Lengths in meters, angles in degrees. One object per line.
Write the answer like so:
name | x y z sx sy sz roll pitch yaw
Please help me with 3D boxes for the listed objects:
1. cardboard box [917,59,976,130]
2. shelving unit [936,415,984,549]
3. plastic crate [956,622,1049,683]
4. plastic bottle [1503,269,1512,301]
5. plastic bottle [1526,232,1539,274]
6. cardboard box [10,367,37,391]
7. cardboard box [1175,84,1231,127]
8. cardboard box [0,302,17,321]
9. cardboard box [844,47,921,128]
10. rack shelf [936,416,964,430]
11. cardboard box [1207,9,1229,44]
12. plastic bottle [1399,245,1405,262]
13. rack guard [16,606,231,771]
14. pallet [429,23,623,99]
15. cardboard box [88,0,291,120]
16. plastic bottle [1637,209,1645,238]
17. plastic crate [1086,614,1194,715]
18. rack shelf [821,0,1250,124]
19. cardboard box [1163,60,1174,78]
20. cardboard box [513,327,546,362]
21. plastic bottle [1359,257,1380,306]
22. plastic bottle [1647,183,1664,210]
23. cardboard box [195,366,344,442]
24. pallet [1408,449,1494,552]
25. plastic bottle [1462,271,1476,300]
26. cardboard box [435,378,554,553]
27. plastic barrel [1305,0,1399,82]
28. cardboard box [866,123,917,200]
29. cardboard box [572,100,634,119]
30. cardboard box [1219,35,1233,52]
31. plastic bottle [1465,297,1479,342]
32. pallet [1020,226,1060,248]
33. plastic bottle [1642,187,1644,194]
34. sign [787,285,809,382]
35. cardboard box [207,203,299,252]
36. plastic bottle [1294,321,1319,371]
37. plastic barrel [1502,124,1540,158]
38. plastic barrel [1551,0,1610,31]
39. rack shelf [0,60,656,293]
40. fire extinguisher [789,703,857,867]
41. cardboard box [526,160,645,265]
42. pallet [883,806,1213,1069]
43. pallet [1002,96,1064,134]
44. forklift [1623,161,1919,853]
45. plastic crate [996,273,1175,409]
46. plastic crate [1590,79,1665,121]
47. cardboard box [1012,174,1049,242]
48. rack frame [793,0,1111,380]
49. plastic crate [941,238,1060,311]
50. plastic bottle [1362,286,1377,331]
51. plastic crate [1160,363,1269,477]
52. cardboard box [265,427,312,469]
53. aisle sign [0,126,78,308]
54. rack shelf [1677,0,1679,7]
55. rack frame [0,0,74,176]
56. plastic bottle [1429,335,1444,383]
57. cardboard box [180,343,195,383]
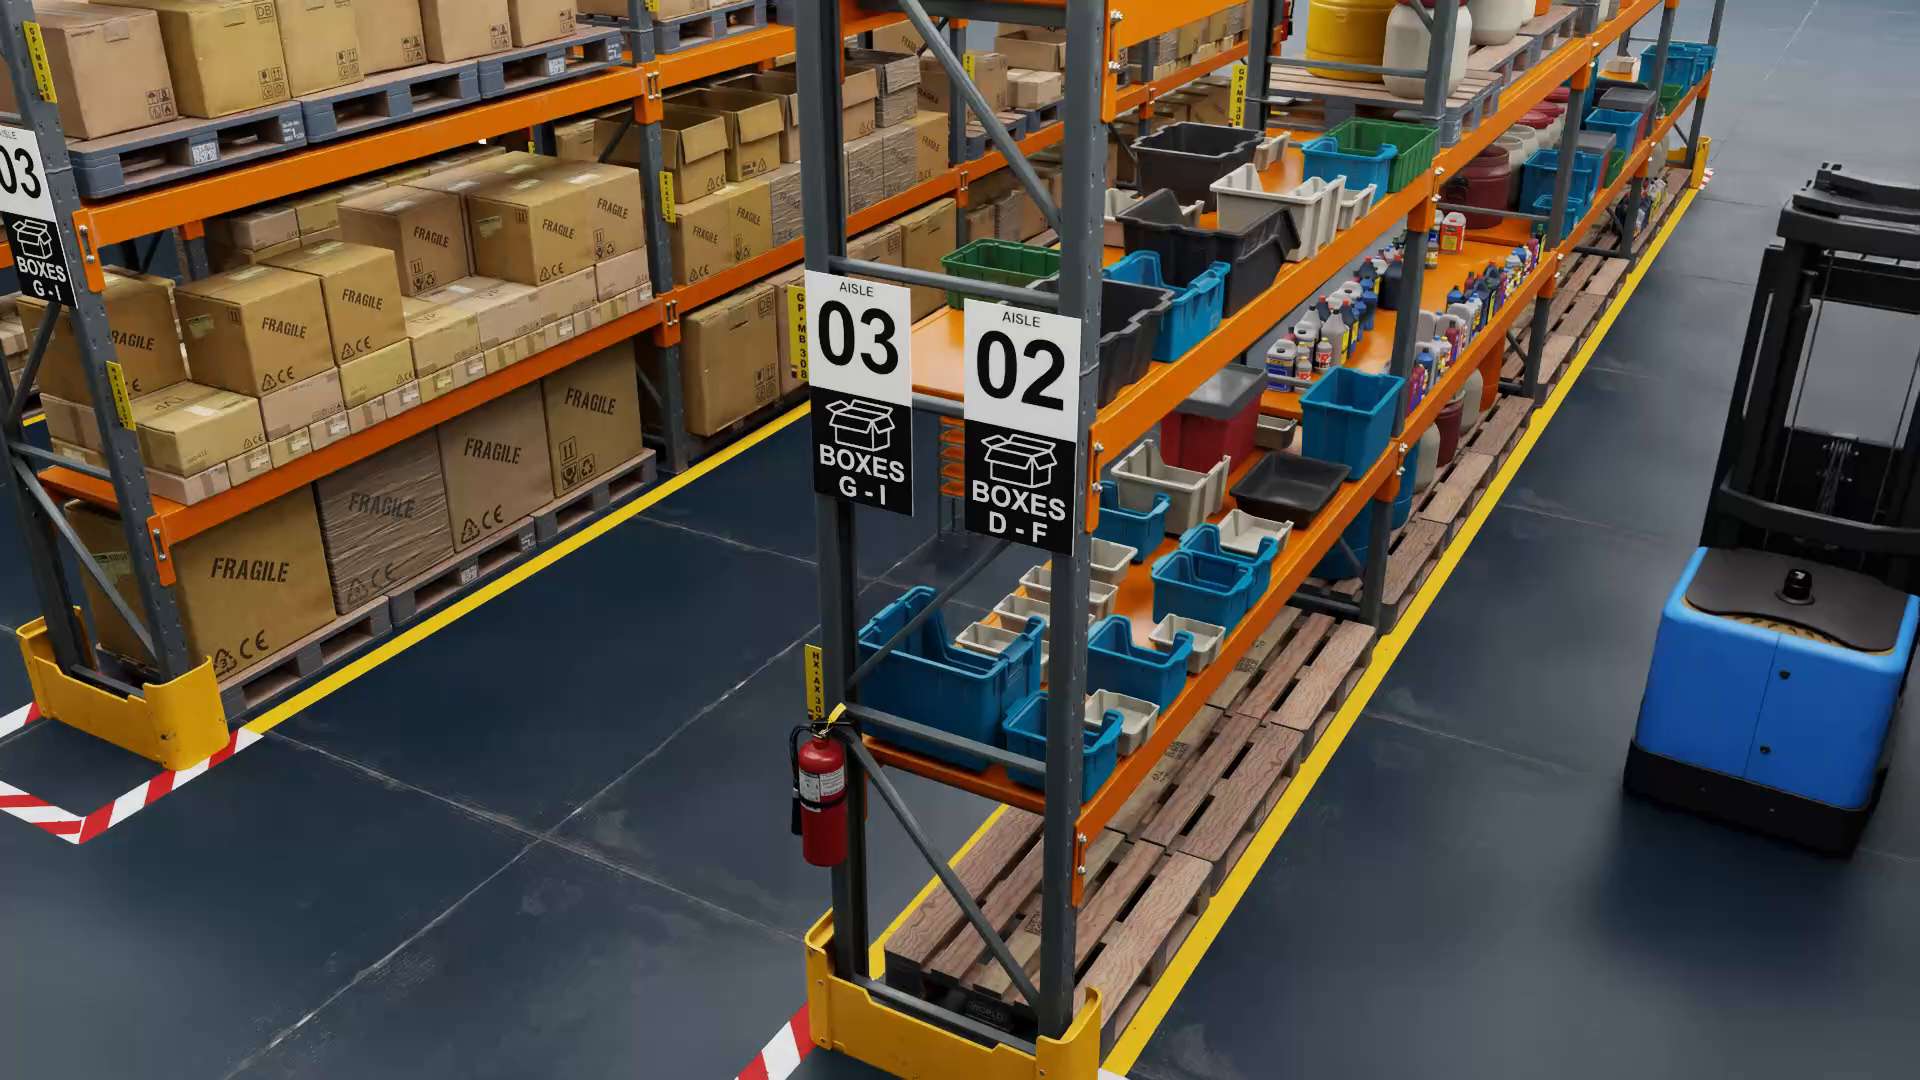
cardboard box | -0.183 -3.934 14.678 0.500 0.500 0.500 10 28 20
shelving unit | 0.007 -0.542 10.493 0.258 1.200 0.189 14 30 26
plastic crate | 0.206 0.459 6.709 0.396 0.136 0.243 14 30 26
plastic bottle | 3.597 -1.693 11.003 0.097 0.201 0.097 0 27 0
plastic bottle | 3.957 -1.998 11.521 0.061 0.283 0.133 14 30 26
cardboard box | -7.243 -1.250 12.612 0.380 0.149 0.250 15 30 27
cardboard box | 2.935 -5.190 20.091 0.500 0.500 0.500 24 35 39
cardboard box | -7.574 -1.754 12.954 0.380 0.149 0.250 15 30 27
cardboard box | -0.788 -3.695 13.547 0.797 0.503 0.637 15 30 28
rack shelf | 0.007 -0.717 10.405 0.258 0.103 0.180 14 30 26
cardboard box | 2.546 -5.971 18.883 0.875 0.500 0.500 14 30 26
plastic bottle | 3.030 -1.934 11.485 0.097 0.201 0.097 0 27 0
rack guard | -4.362 0.762 8.669 1.175 0.500 0.348 14 30 26
pallet | -2.794 -2.909 9.958 1.003 0.211 1.213 14 30 26
cardboard box | -3.759 -2.391 8.131 0.700 0.500 0.500 13 29 24
plastic bottle | 6.539 -3.089 16.122 0.152 0.276 0.135 15 30 28
plastic crate | 0.694 0.494 6.533 0.416 0.233 0.300 14 30 26
rack shelf | 0.946 -2.236 6.414 1.077 0.370 4.000 14 30 26
cardboard box | 2.055 -5.041 17.751 0.380 0.149 0.250 14 30 26
cardboard box | -2.753 -1.219 10.115 0.380 0.149 0.250 15 30 27
plastic bottle | 2.639 -1.671 10.791 0.144 0.351 0.185 14 30 26
plastic bottle | 7.096 -3.530 17.002 0.152 0.276 0.135 13 30 25
cardboard box | -3.629 -0.762 8.757 0.500 0.250 0.500 14 30 25
pallet | 2.945 -0.355 11.223 1.003 0.211 1.213 14 30 26
plastic bottle | 3.292 -1.602 10.731 0.061 0.283 0.133 14 30 26
cardboard box | -3.219 -0.571 10.444 0.875 0.875 0.875 14 30 26
plastic barrel | 2.202 -2.847 9.056 0.600 0.588 0.600 0 27 0
cardboard box | -0.692 -3.087 13.455 0.500 0.500 0.500 14 30 26
cardboard box | -3.878 -4.355 18.143 1.050 0.750 0.750 15 30 27
cardboard box | 2.914 -5.724 19.114 0.380 0.149 0.250 14 30 26
plastic bottle | 3.140 -1.362 10.265 0.097 0.271 0.097 0 27 0
pallet | 0.573 -3.014 16.534 1.003 0.211 1.213 14 30 26
plastic bottle | 6.978 -3.517 17.059 0.097 0.201 0.097 0 27 0
sign | -0.525 -0.684 5.531 0.100 0.325 0.005 14 30 26
cardboard box | -6.057 -2.691 14.259 0.500 0.250 0.500 13 29 24
plastic bottle | 2.022 -1.145 9.825 0.152 0.276 0.135 14 30 26
plastic barrel | 4.425 -3.054 13.375 0.421 0.512 0.421 0 27 0
plastic barrel | 4.317 -3.837 11.588 0.421 0.512 0.421 0 27 0
rack shelf | -3.366 -2.164 9.175 1.077 0.370 4.000 14 30 26
fire extinguisher | -0.507 0.886 6.132 0.296 0.674 0.183 14 30 26
cardboard box | -2.375 -2.087 10.566 0.500 0.500 0.500 15 30 28
pallet | 0.402 1.660 7.198 1.003 0.211 1.213 14 30 26
pallet | 0.524 -4.177 15.958 1.003 0.211 1.213 14 30 26
forklift | 4.495 -0.476 8.427 1.130 2.935 3.031 16 31 29
plastic crate | 0.394 -0.646 5.484 0.497 0.269 0.590 14 30 26
plastic crate | 6.234 -4.099 15.657 0.767 0.338 0.504 14 30 26
cardboard box | 0.433 -3.269 16.230 0.700 0.500 0.500 17 31 30
rack frame | -0.038 -1.957 4.606 1.000 3.000 0.127 14 30 26
plastic crate | 0.199 -0.968 6.219 0.450 0.188 0.336 14 30 26
plastic bottle | 2.568 -1.462 10.463 0.097 0.271 0.097 0 27 0
plastic crate | 1.273 -0.596 8.451 0.402 0.464 0.583 14 30 26
cardboard box | -3.637 -0.518 8.715 0.380 0.149 0.250 13 30 25
aisle sign | -4.124 -1.433 7.358 0.394 0.787 0.004 14 30 26
rack shelf | 6.850 -5.750 16.338 1.077 0.370 4.000 14 30 26
rack frame | -4.350 -3.048 6.785 1.000 3.000 0.127 14 30 26
plastic bottle | 2.750 -1.054 9.648 0.097 0.271 0.097 0 27 0
cardboard box | -4.092 -0.876 8.984 0.500 0.250 0.500 14 30 25
